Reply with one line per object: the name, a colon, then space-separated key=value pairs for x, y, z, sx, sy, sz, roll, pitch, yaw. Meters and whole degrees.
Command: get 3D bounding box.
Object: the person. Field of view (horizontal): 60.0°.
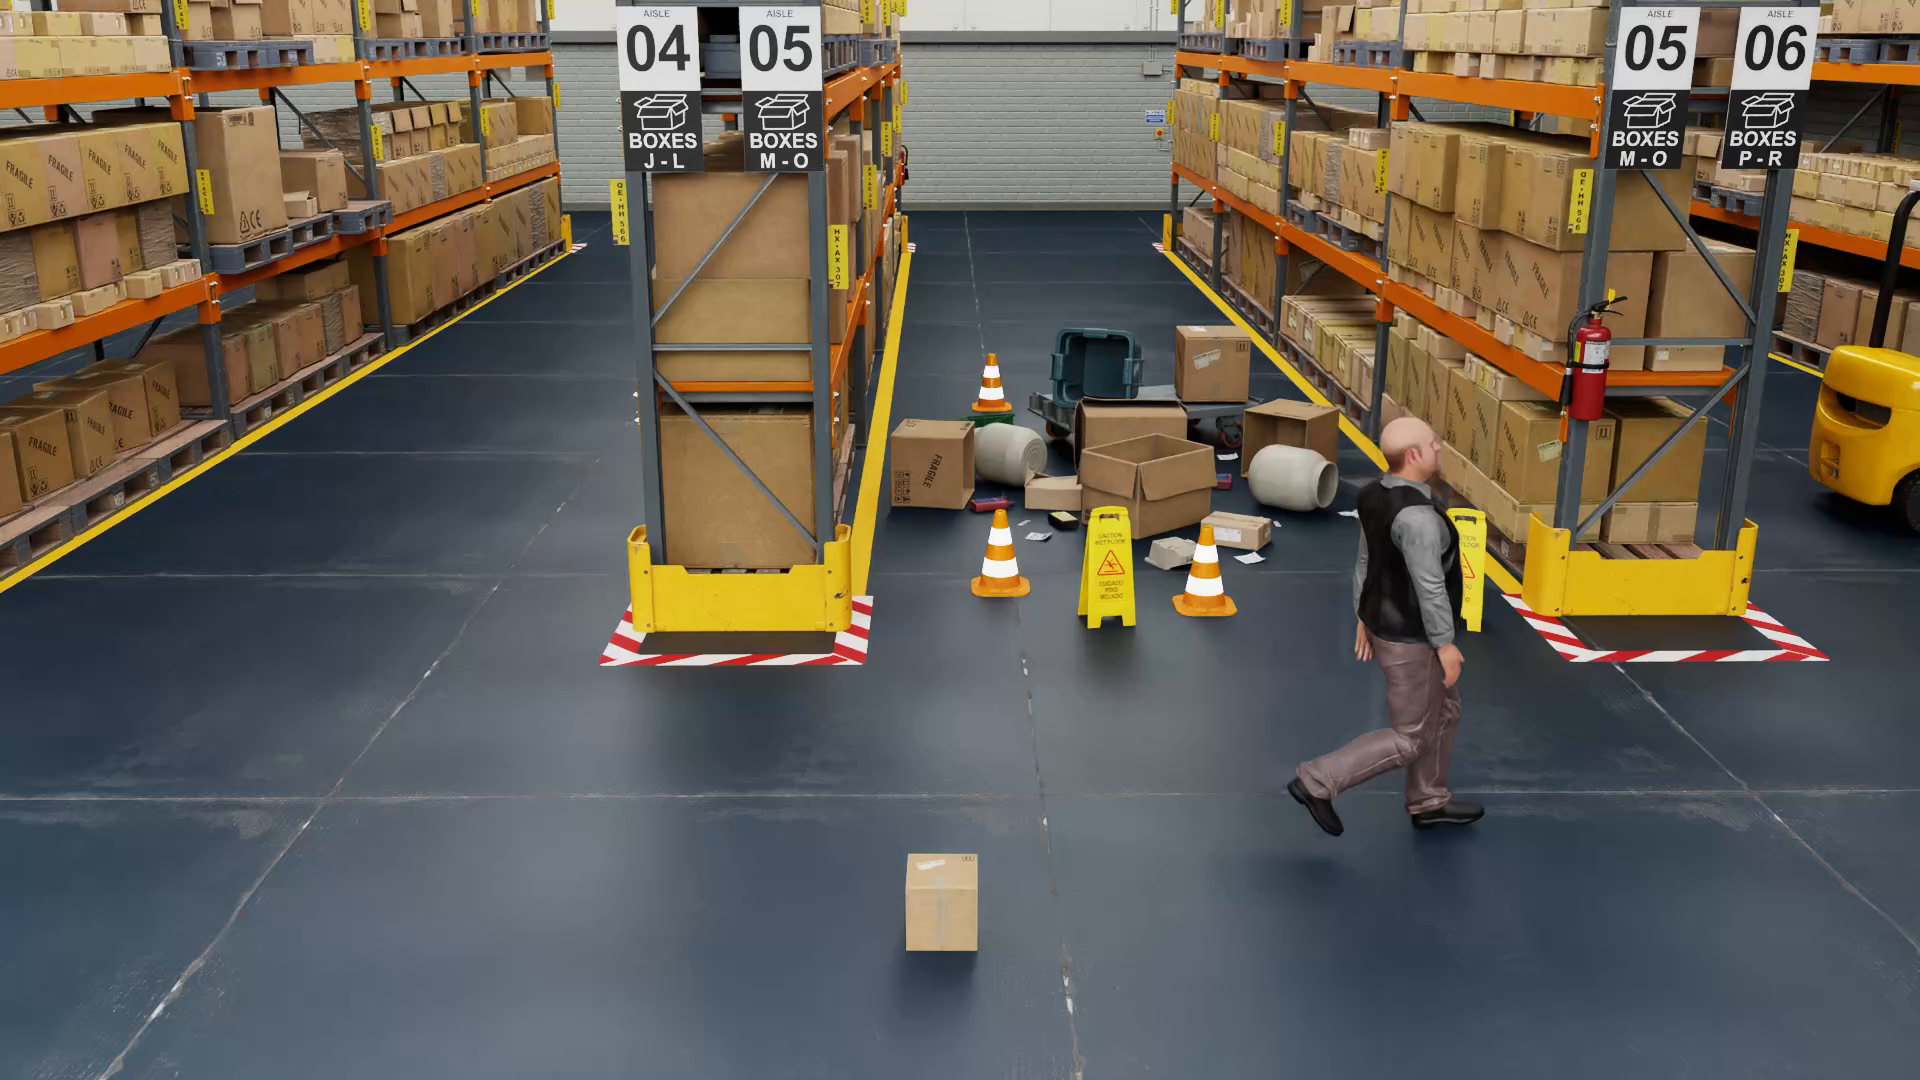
person: x=1.693 y=0.360 z=6.404 sx=0.859 sy=1.684 sz=0.543 roll=-1 pitch=17 yaw=-3
